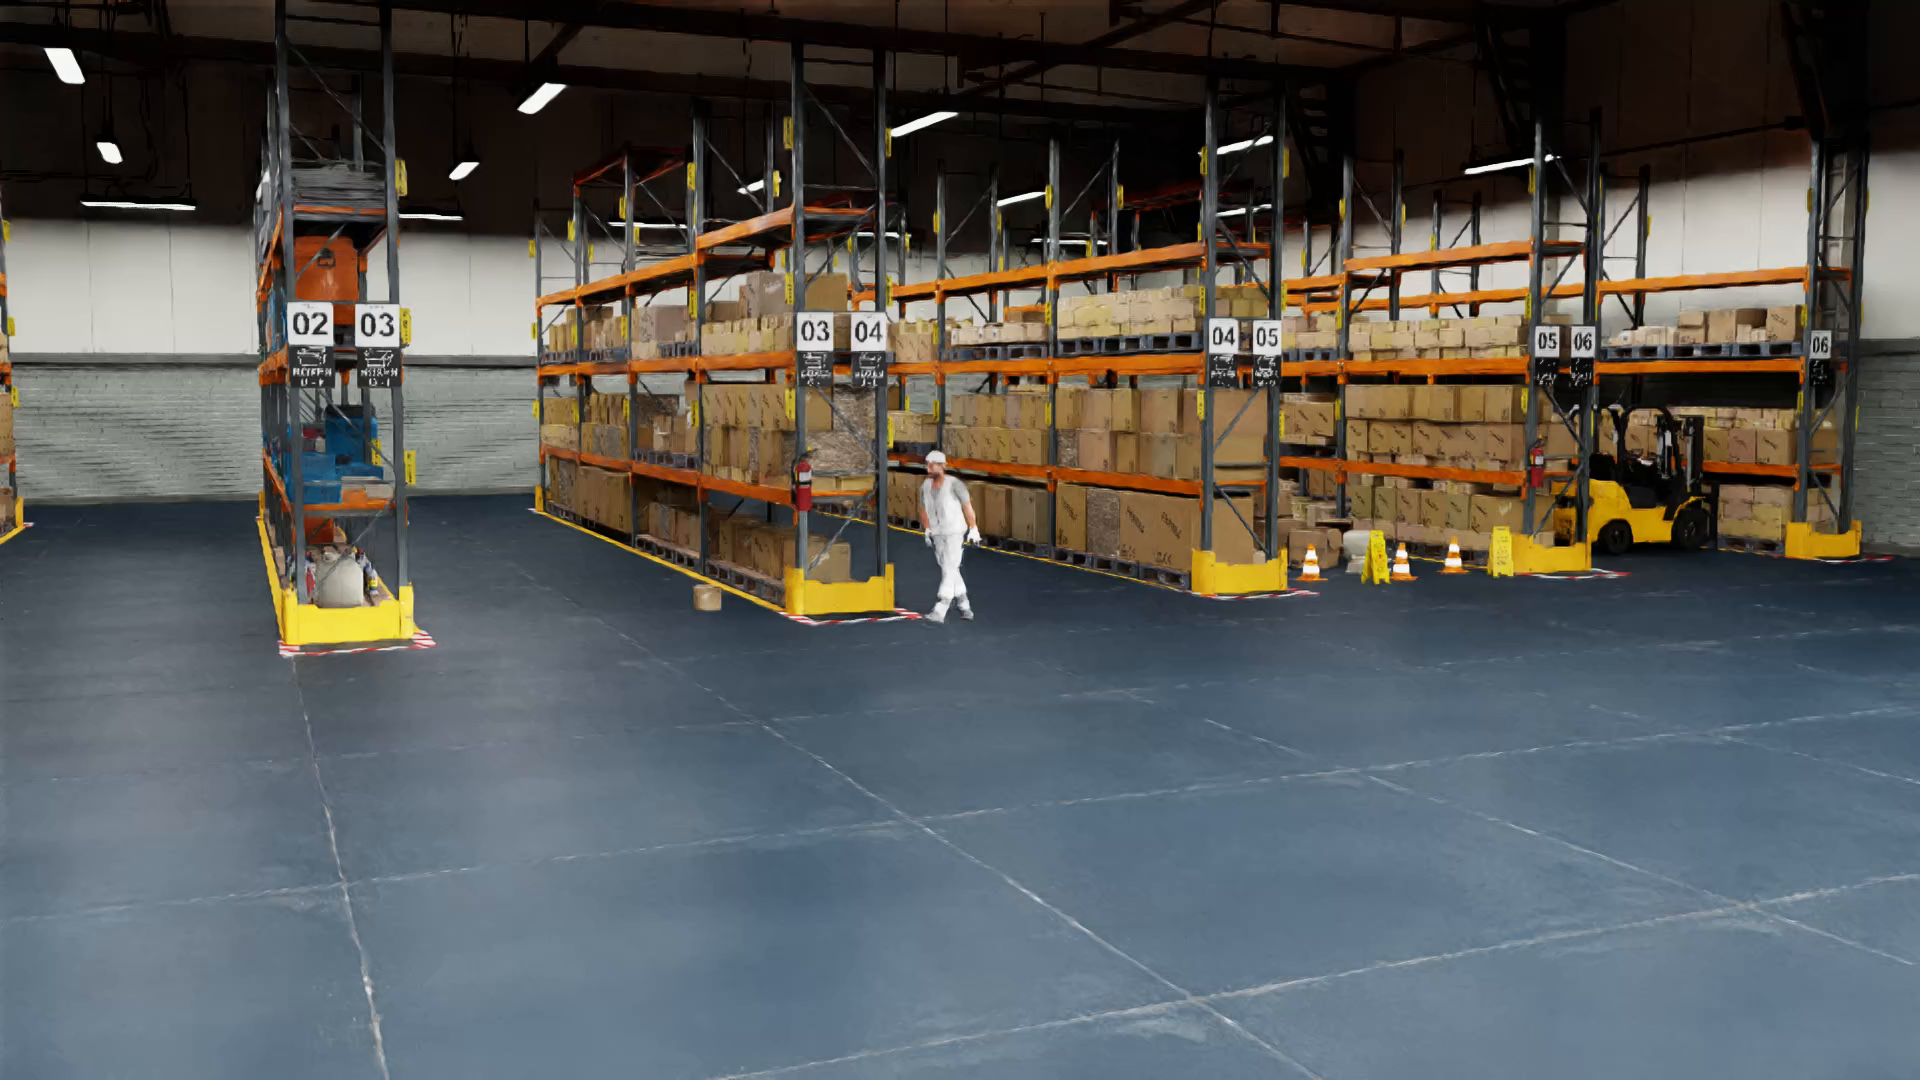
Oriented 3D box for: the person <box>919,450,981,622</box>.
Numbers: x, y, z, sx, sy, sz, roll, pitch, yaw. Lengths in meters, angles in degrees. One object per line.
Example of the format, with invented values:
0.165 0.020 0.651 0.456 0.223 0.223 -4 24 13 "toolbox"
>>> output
-0.188 -0.042 17.034 0.563 1.749 0.873 4 7 38 "person"
